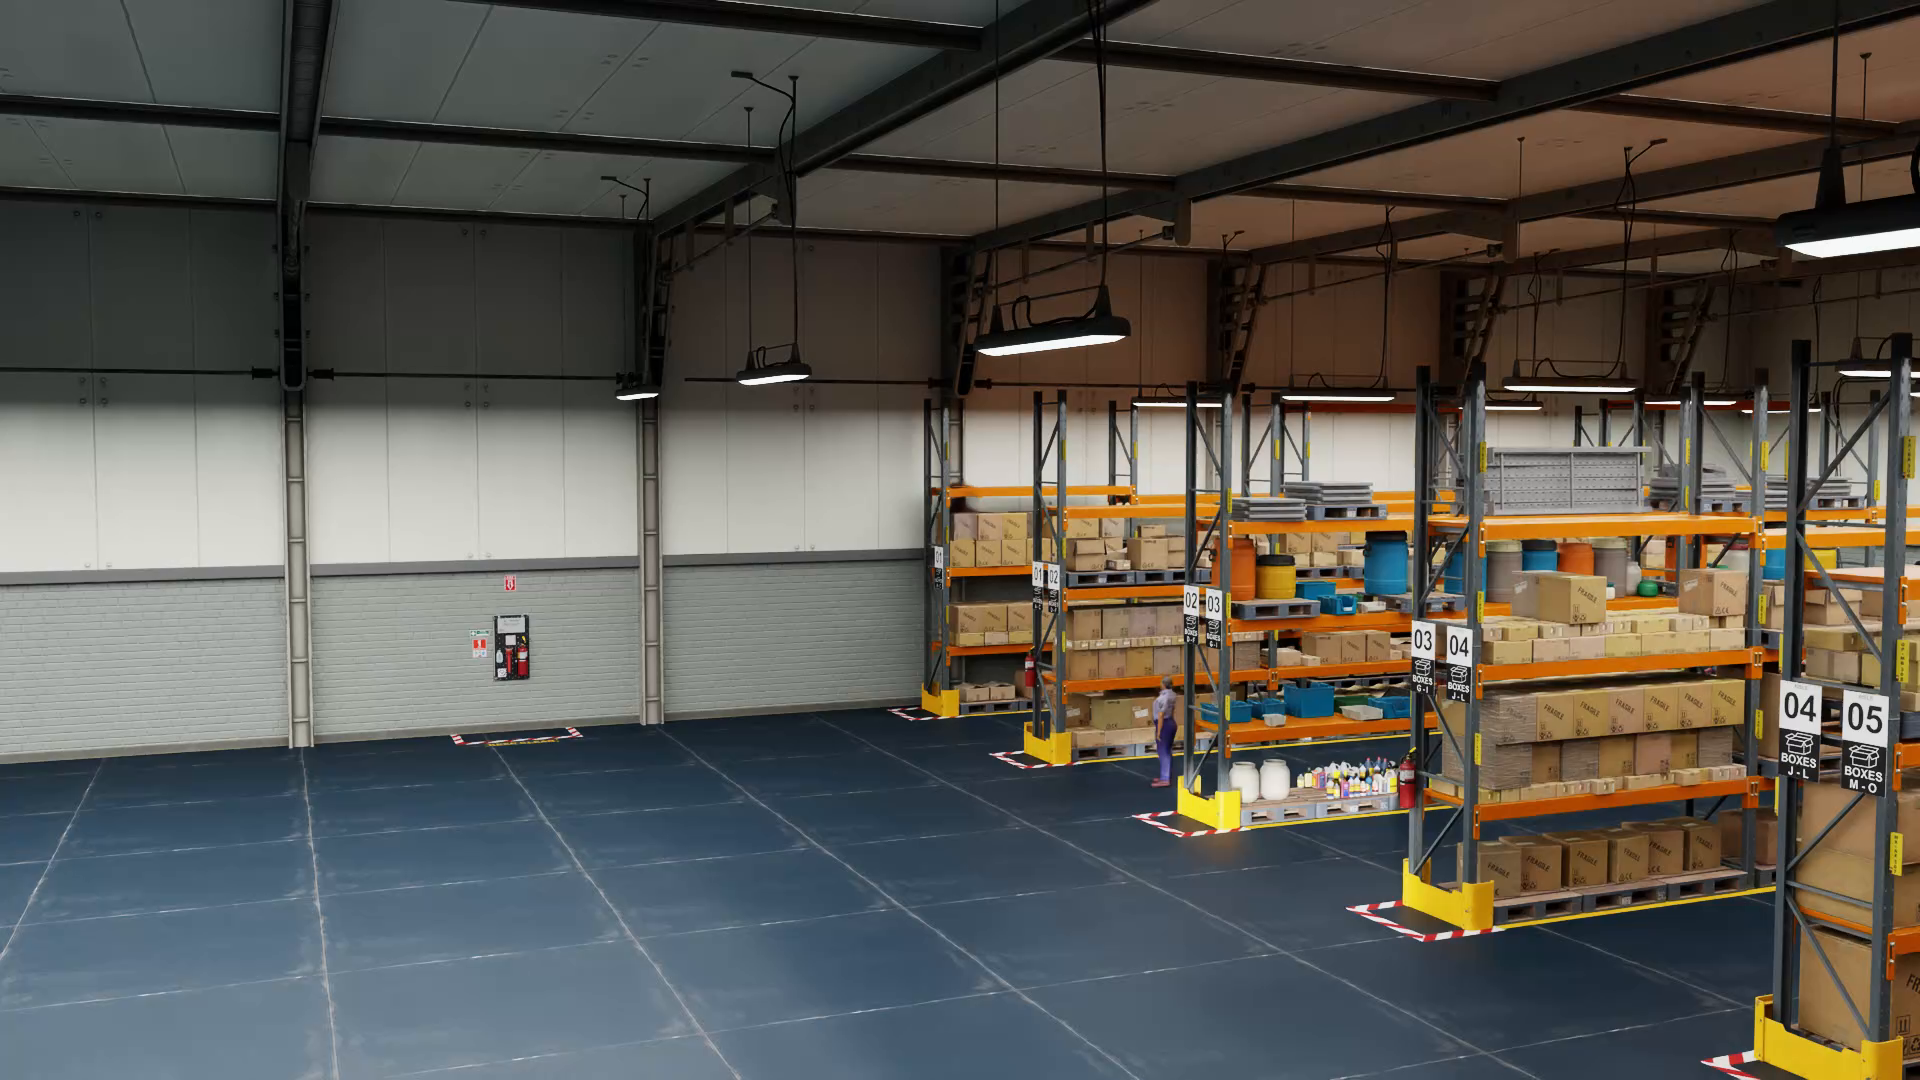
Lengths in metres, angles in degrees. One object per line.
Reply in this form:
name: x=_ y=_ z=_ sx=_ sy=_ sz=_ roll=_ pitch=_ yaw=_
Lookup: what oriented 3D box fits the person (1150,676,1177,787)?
person: x=3.082 y=2.867 z=25.074 sx=0.359 sy=1.643 sz=0.513 roll=1 pitch=3 yaw=16
